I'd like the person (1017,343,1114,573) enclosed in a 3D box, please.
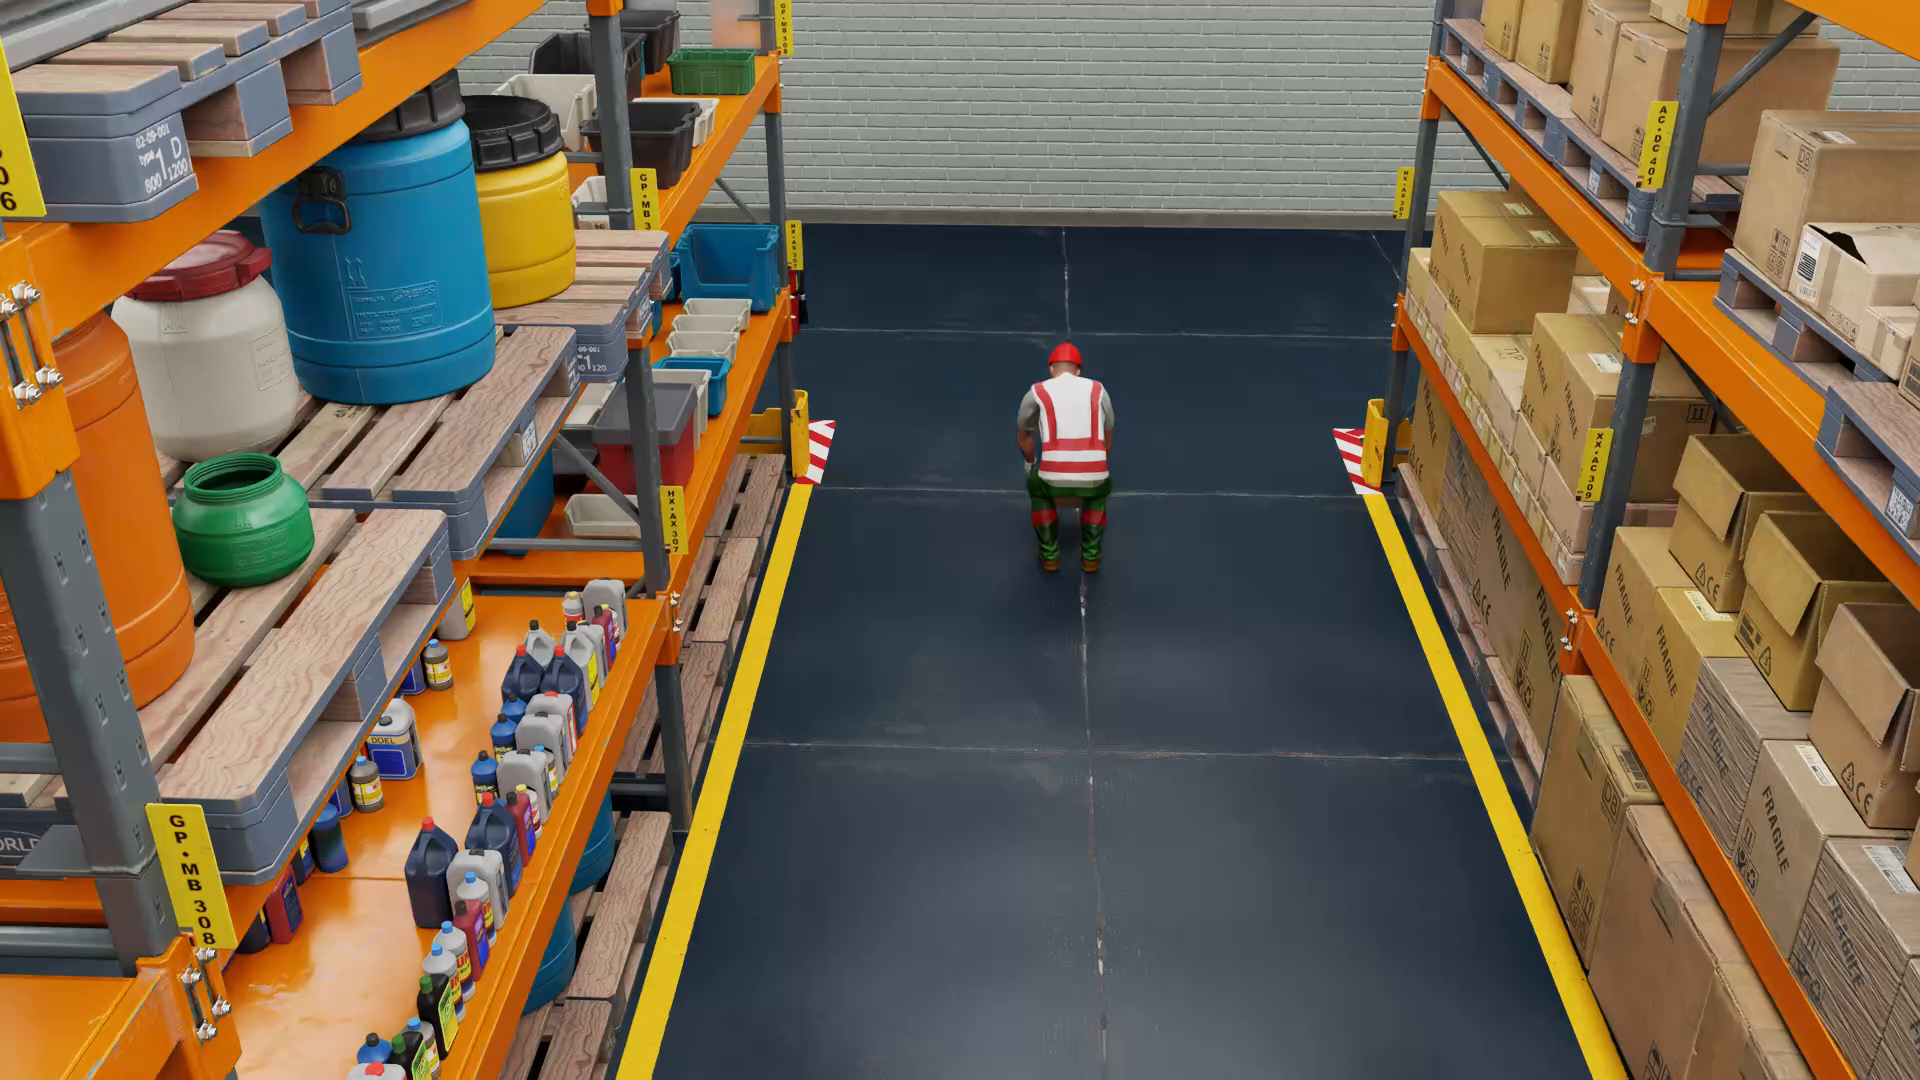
[{"bbox_3d":[0.631,-0.473,10.029,0.586,1.295,0.816,1,28,2],"label":"person"}]
